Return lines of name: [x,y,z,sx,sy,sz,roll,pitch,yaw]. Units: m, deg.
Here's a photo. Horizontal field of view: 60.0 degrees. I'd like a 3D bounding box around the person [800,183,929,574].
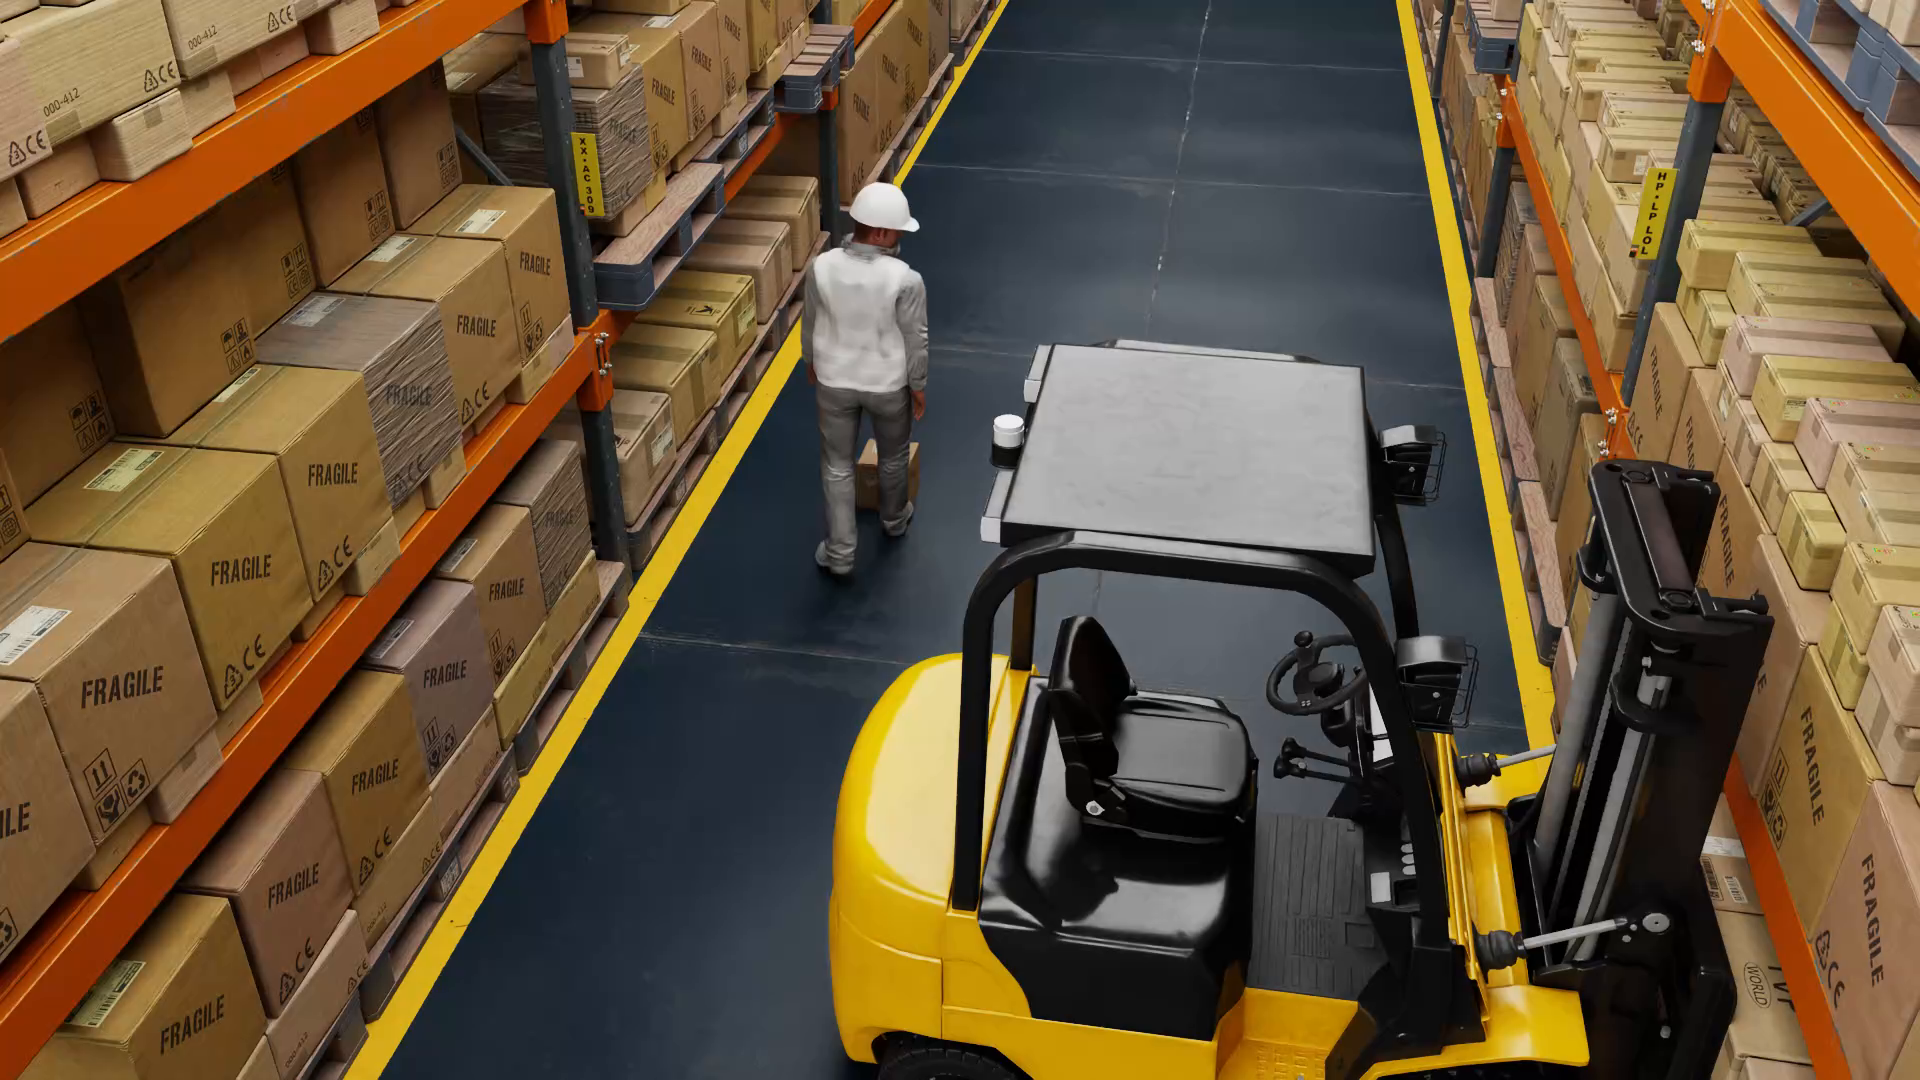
person: [-0.407,-0.721,7.244,0.569,1.764,0.753,2,32,4]
